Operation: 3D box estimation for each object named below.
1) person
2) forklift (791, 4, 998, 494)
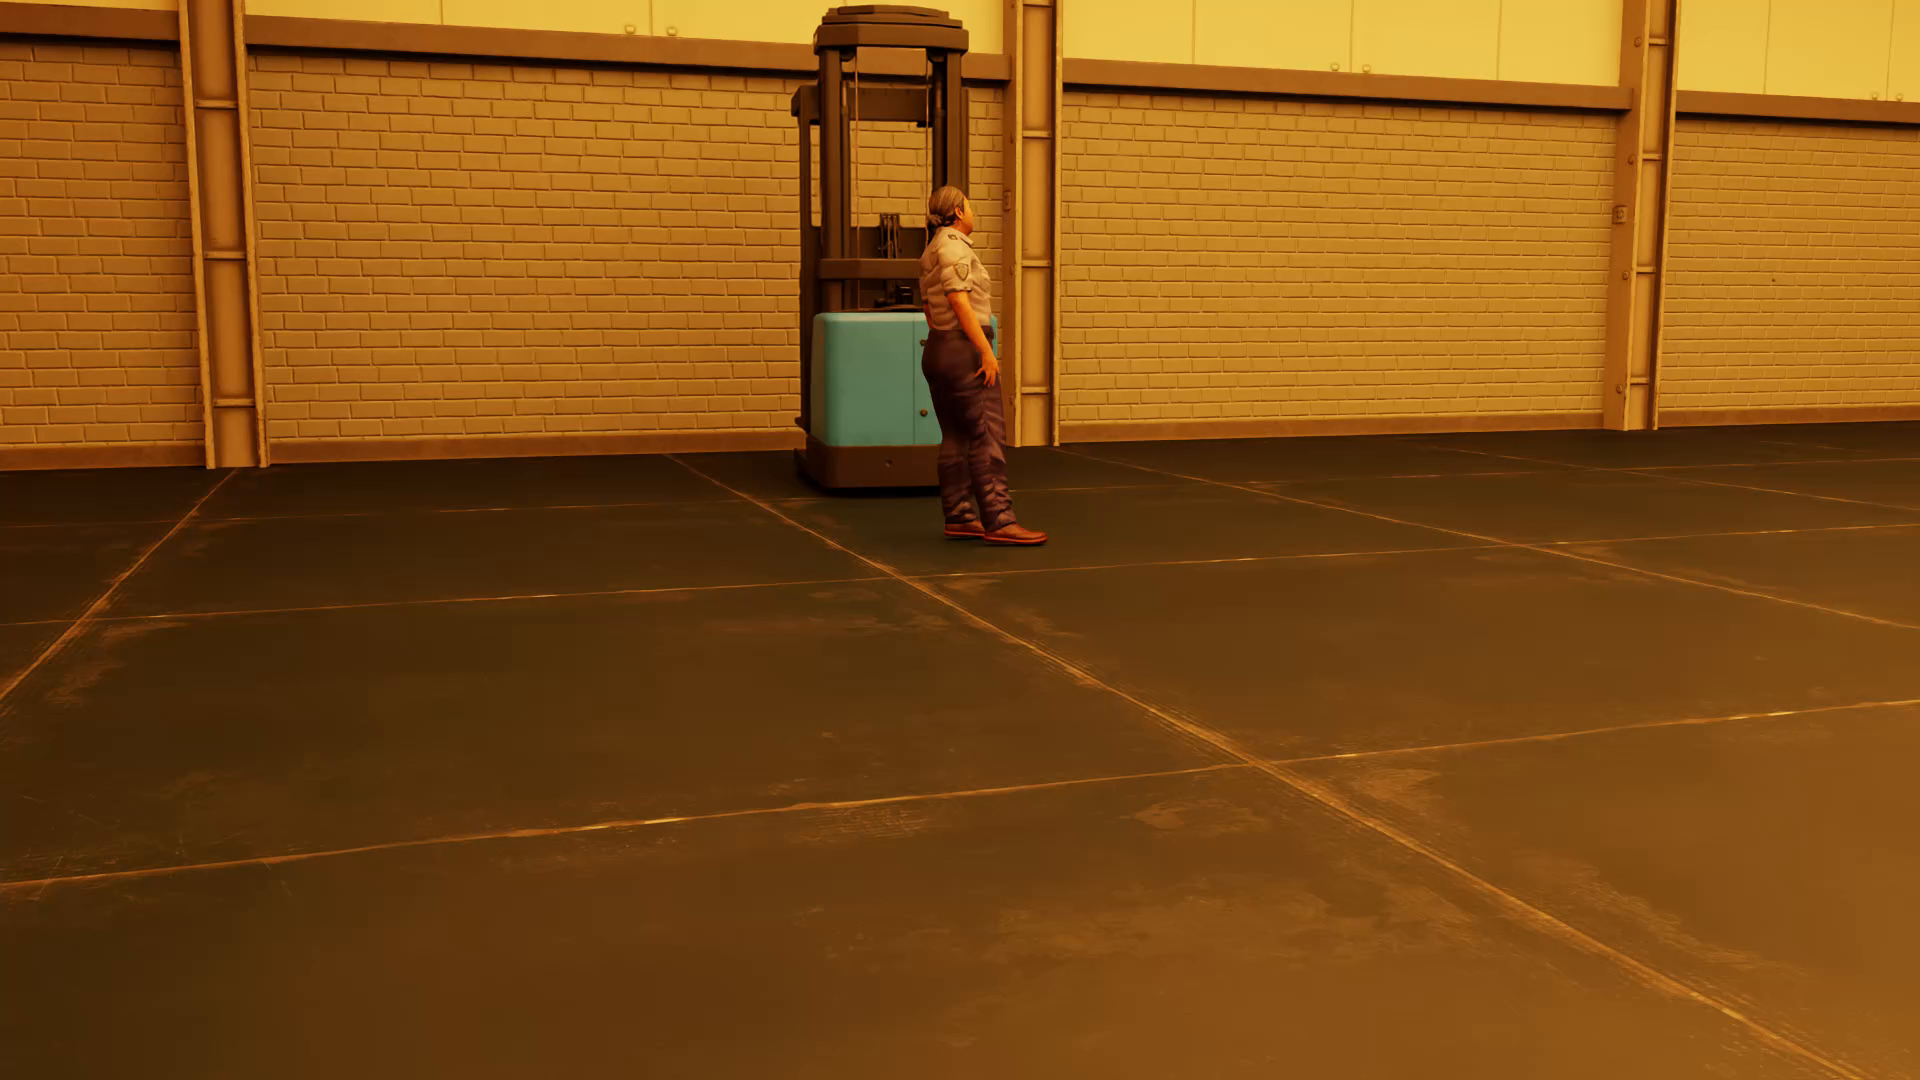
[{"bbox_3d":[0.093,-0.824,7.819,0.502,1.651,0.598,-3,8,-18],"label":"person"},{"bbox_3d":[-0.526,-1.894,10.972,1.130,2.935,3.031,-1,8,-10],"label":"forklift"}]
